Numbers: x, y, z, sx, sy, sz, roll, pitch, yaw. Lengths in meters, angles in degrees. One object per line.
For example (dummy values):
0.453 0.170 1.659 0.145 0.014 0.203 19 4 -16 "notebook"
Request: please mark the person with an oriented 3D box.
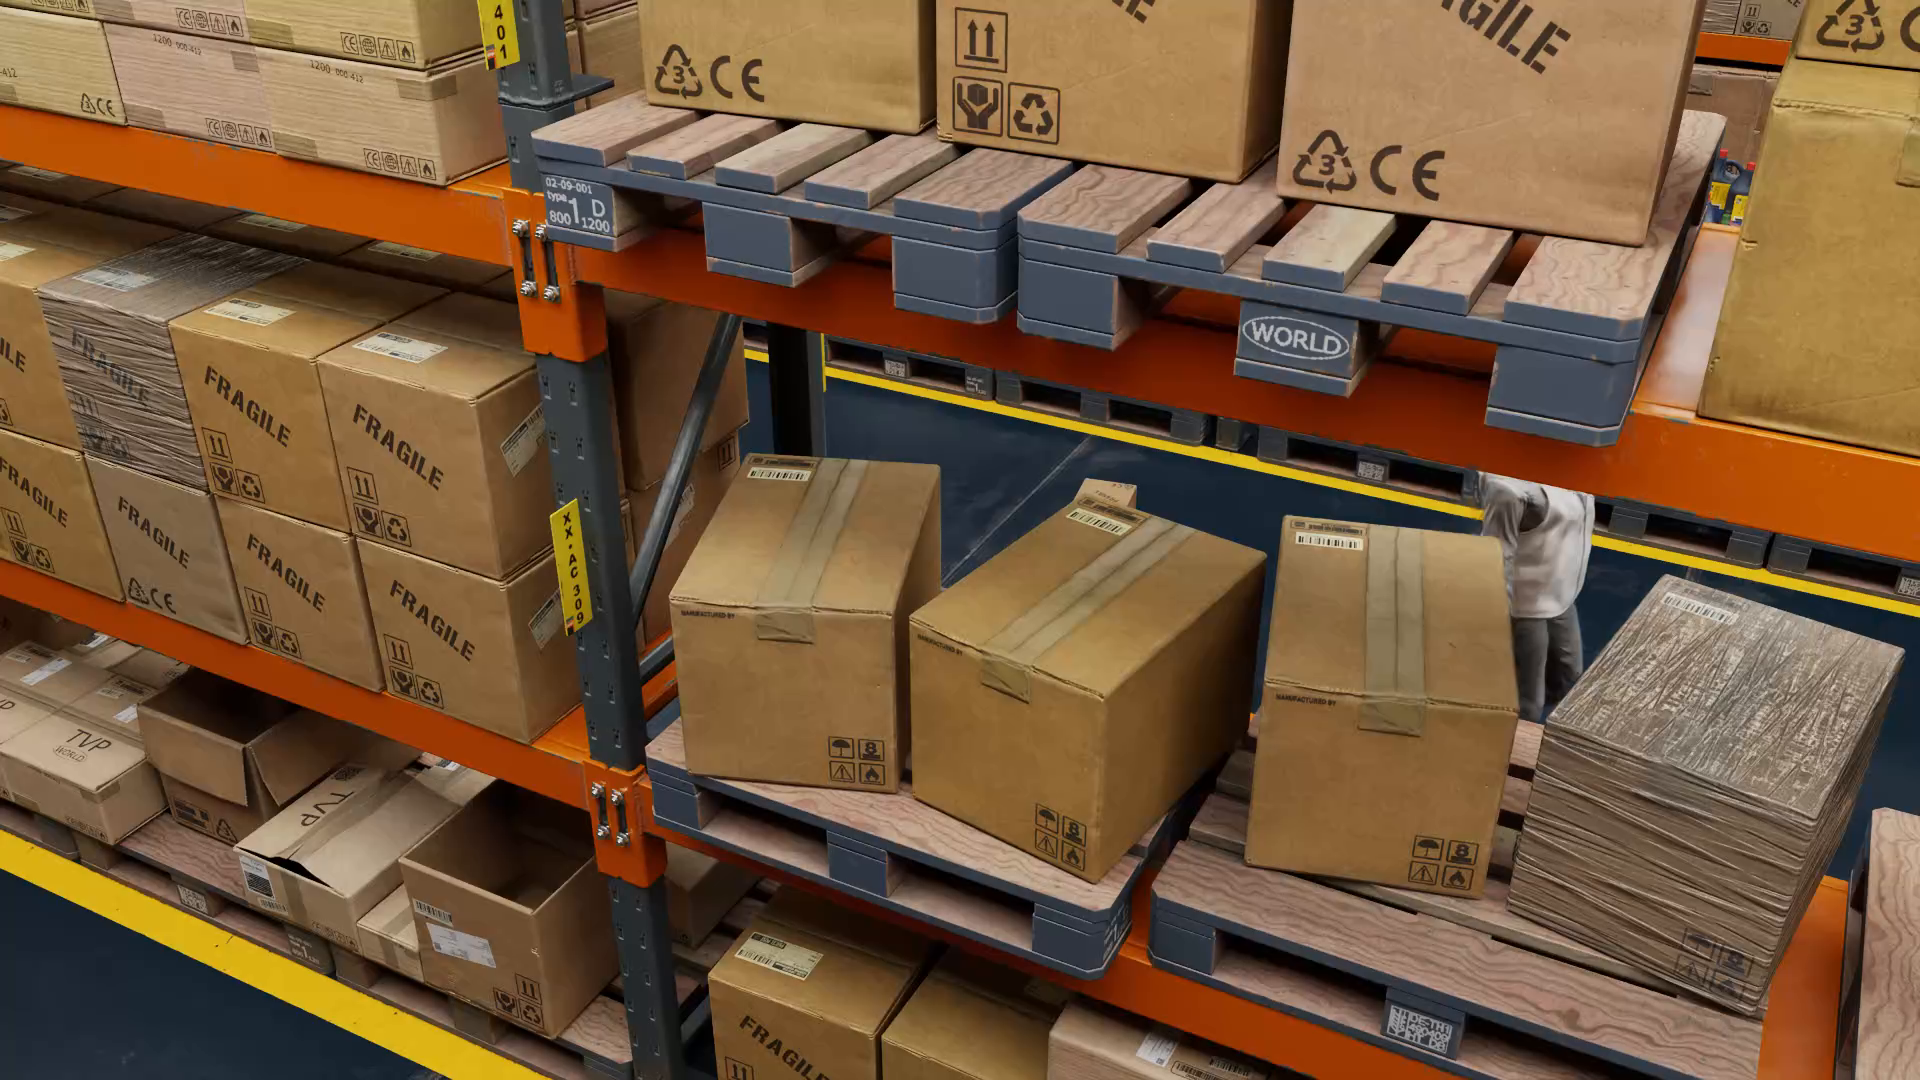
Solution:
1.929 0.251 5.790 0.470 1.474 0.453 20 36 31 "person"
